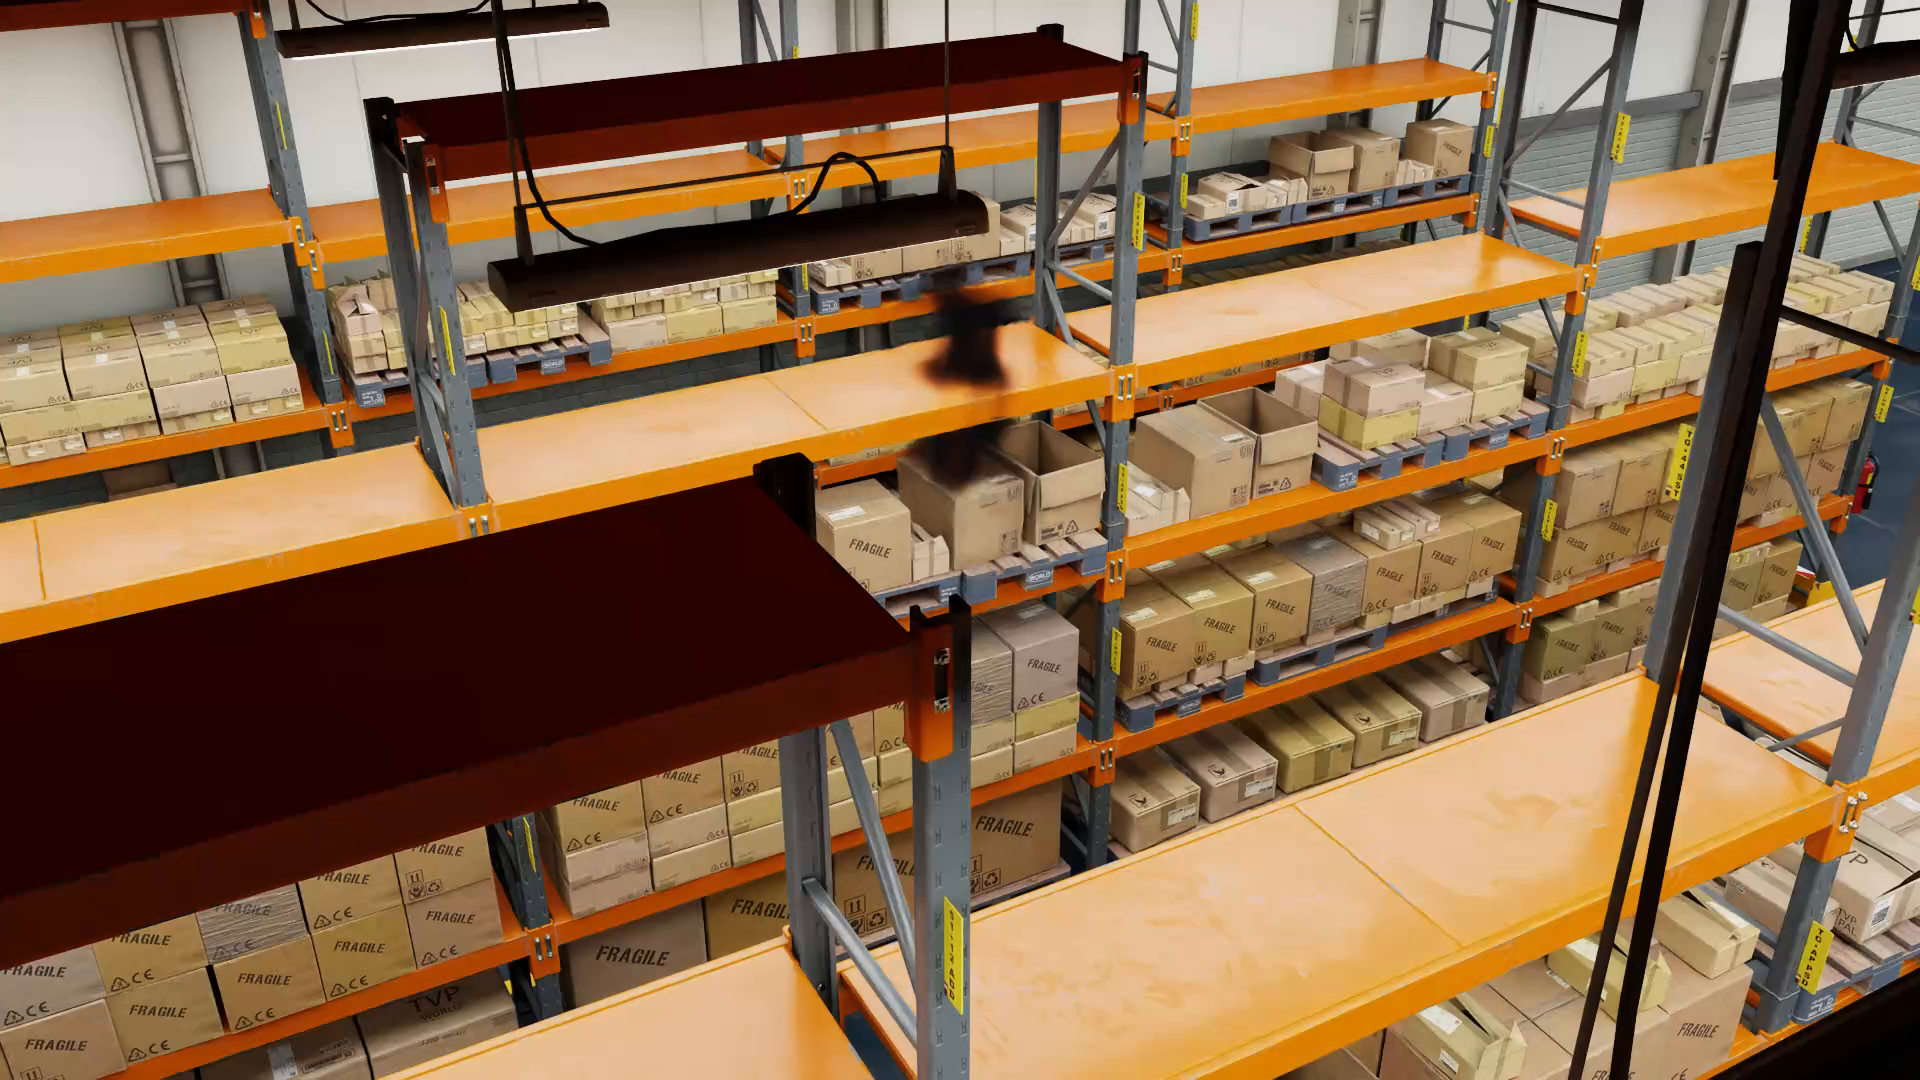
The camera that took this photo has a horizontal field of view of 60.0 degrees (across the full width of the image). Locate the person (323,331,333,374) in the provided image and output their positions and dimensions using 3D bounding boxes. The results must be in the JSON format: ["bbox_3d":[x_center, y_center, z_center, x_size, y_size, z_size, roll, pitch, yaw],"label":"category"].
[{"bbox_3d":[6.185,3.924,5.202,28.199,2.704,6.003,14,31,24],"label":"person"}]
